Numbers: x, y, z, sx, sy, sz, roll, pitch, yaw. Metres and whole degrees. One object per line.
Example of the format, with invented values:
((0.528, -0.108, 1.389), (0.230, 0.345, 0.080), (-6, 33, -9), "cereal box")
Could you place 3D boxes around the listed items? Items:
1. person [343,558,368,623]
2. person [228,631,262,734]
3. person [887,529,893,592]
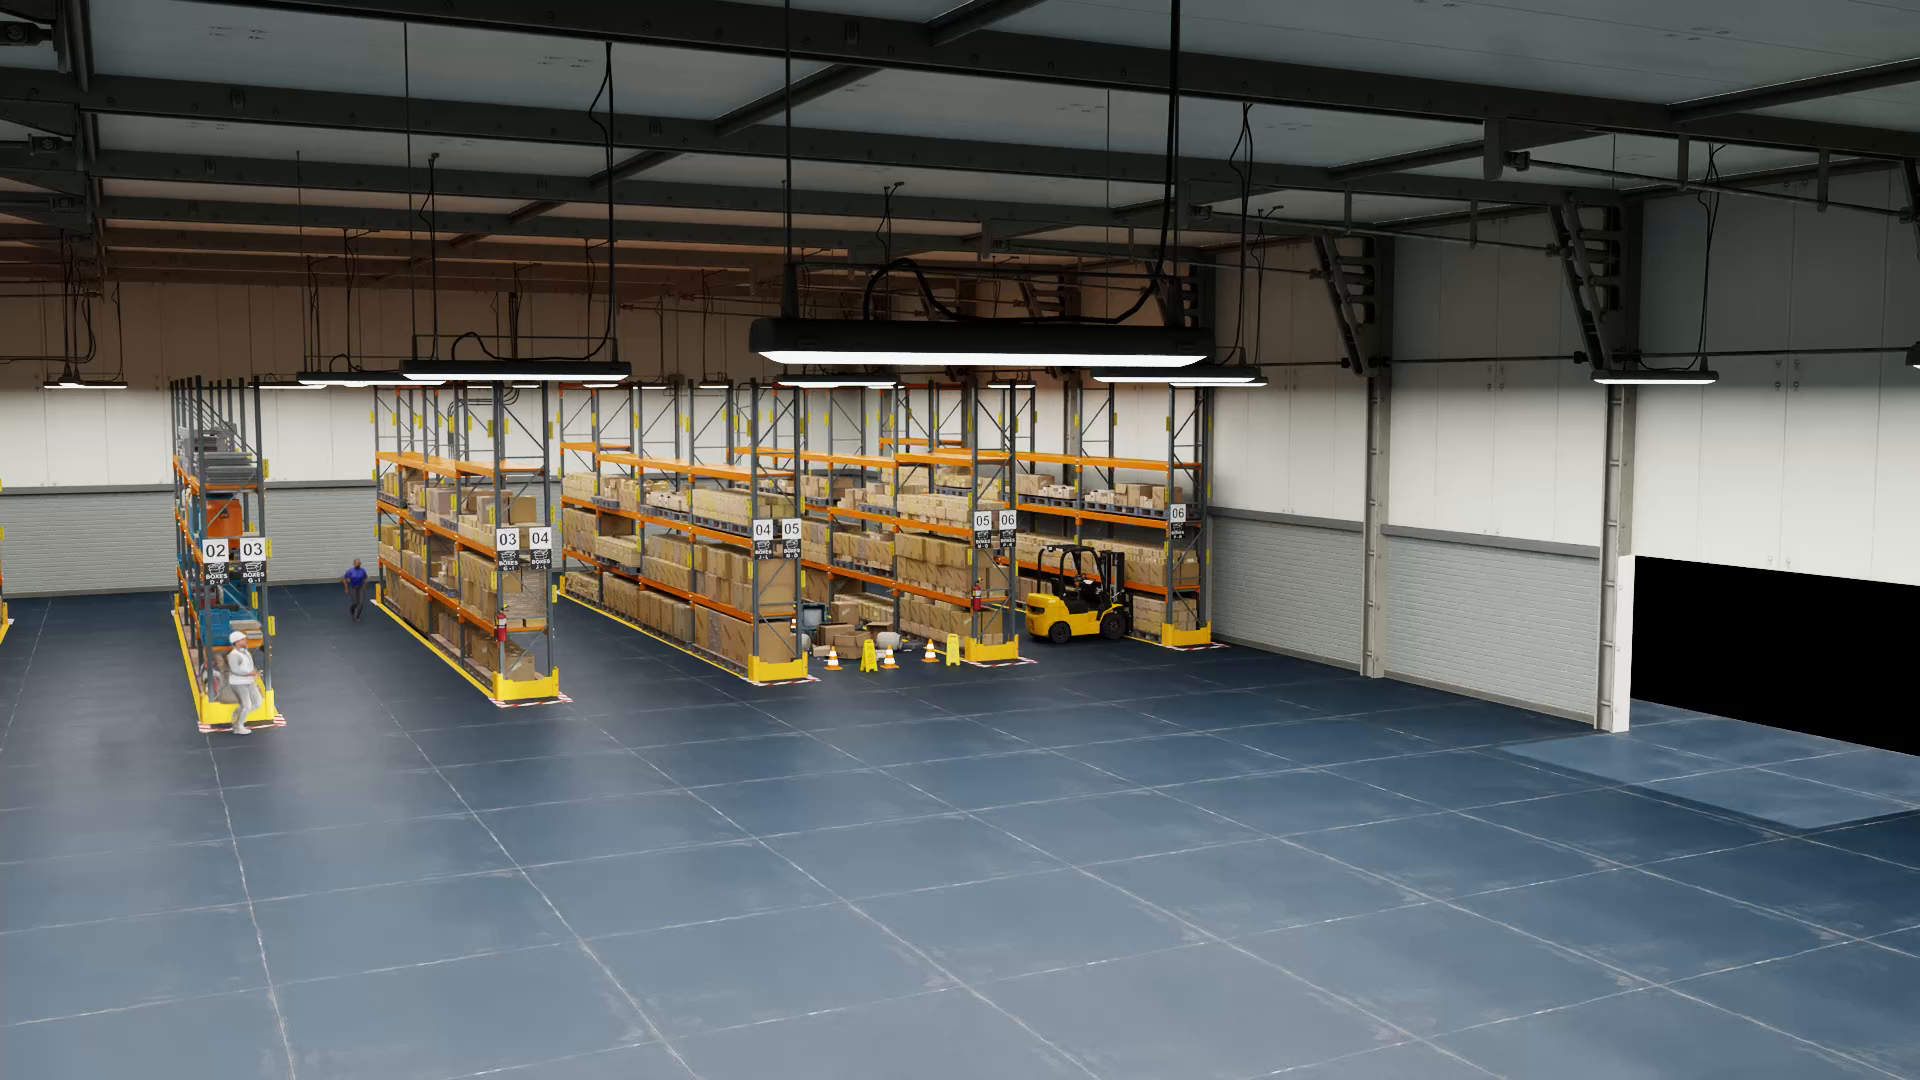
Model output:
((-14.909, 1.257, 41.117), (0.558, 1.605, 0.659), (-4, 6, -35), "person")
((-11.978, 2.384, 27.837), (0.582, 1.729, 0.673), (0, 5, 0), "person")
((-1.838, 0.580, 45.476), (0.581, 1.751, 0.809), (-3, 6, -28), "person")
